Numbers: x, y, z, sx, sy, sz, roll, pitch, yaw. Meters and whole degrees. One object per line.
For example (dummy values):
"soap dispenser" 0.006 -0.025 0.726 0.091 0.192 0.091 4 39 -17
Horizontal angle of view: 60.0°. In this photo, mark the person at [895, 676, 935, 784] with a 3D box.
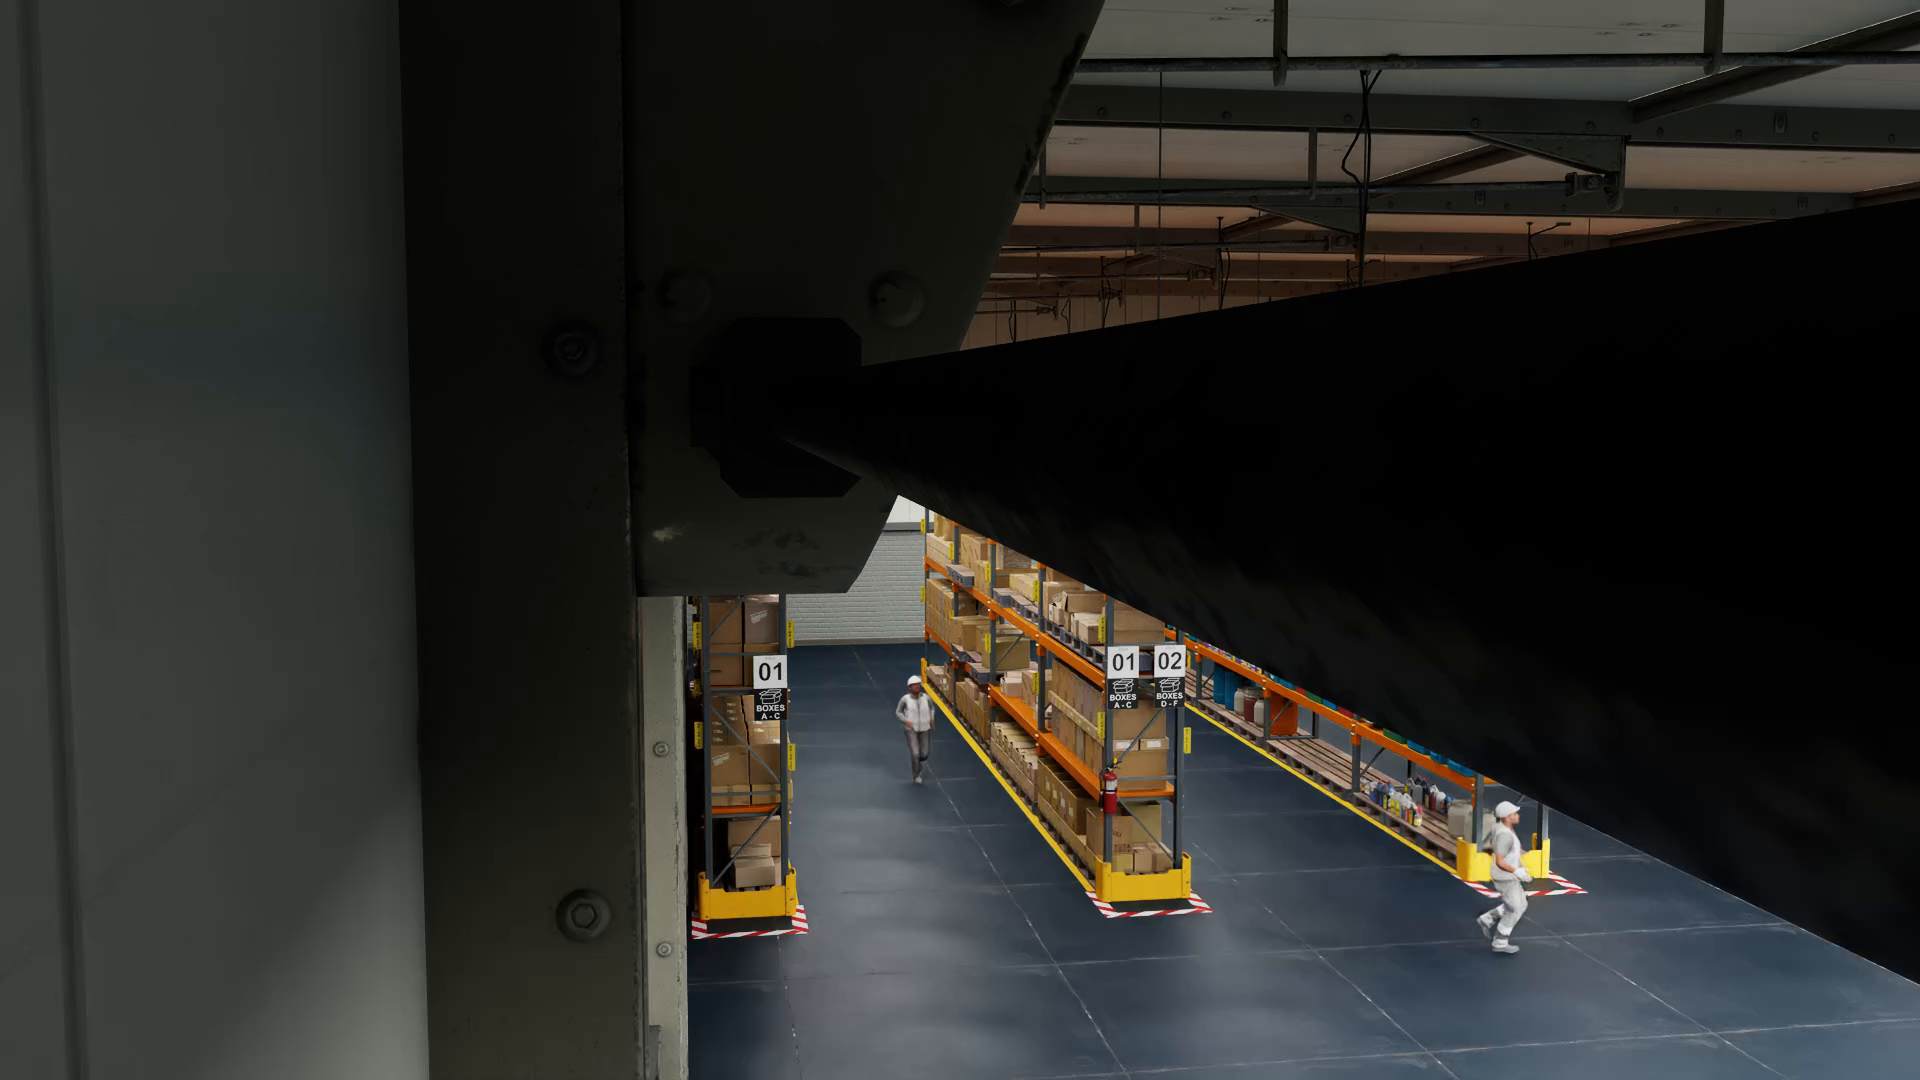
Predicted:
"person" -0.726 3.076 27.173 0.679 1.731 0.621 -1 5 -15

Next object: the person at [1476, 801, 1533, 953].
"person" 6.150 3.807 18.781 0.586 1.741 0.636 1 5 16
